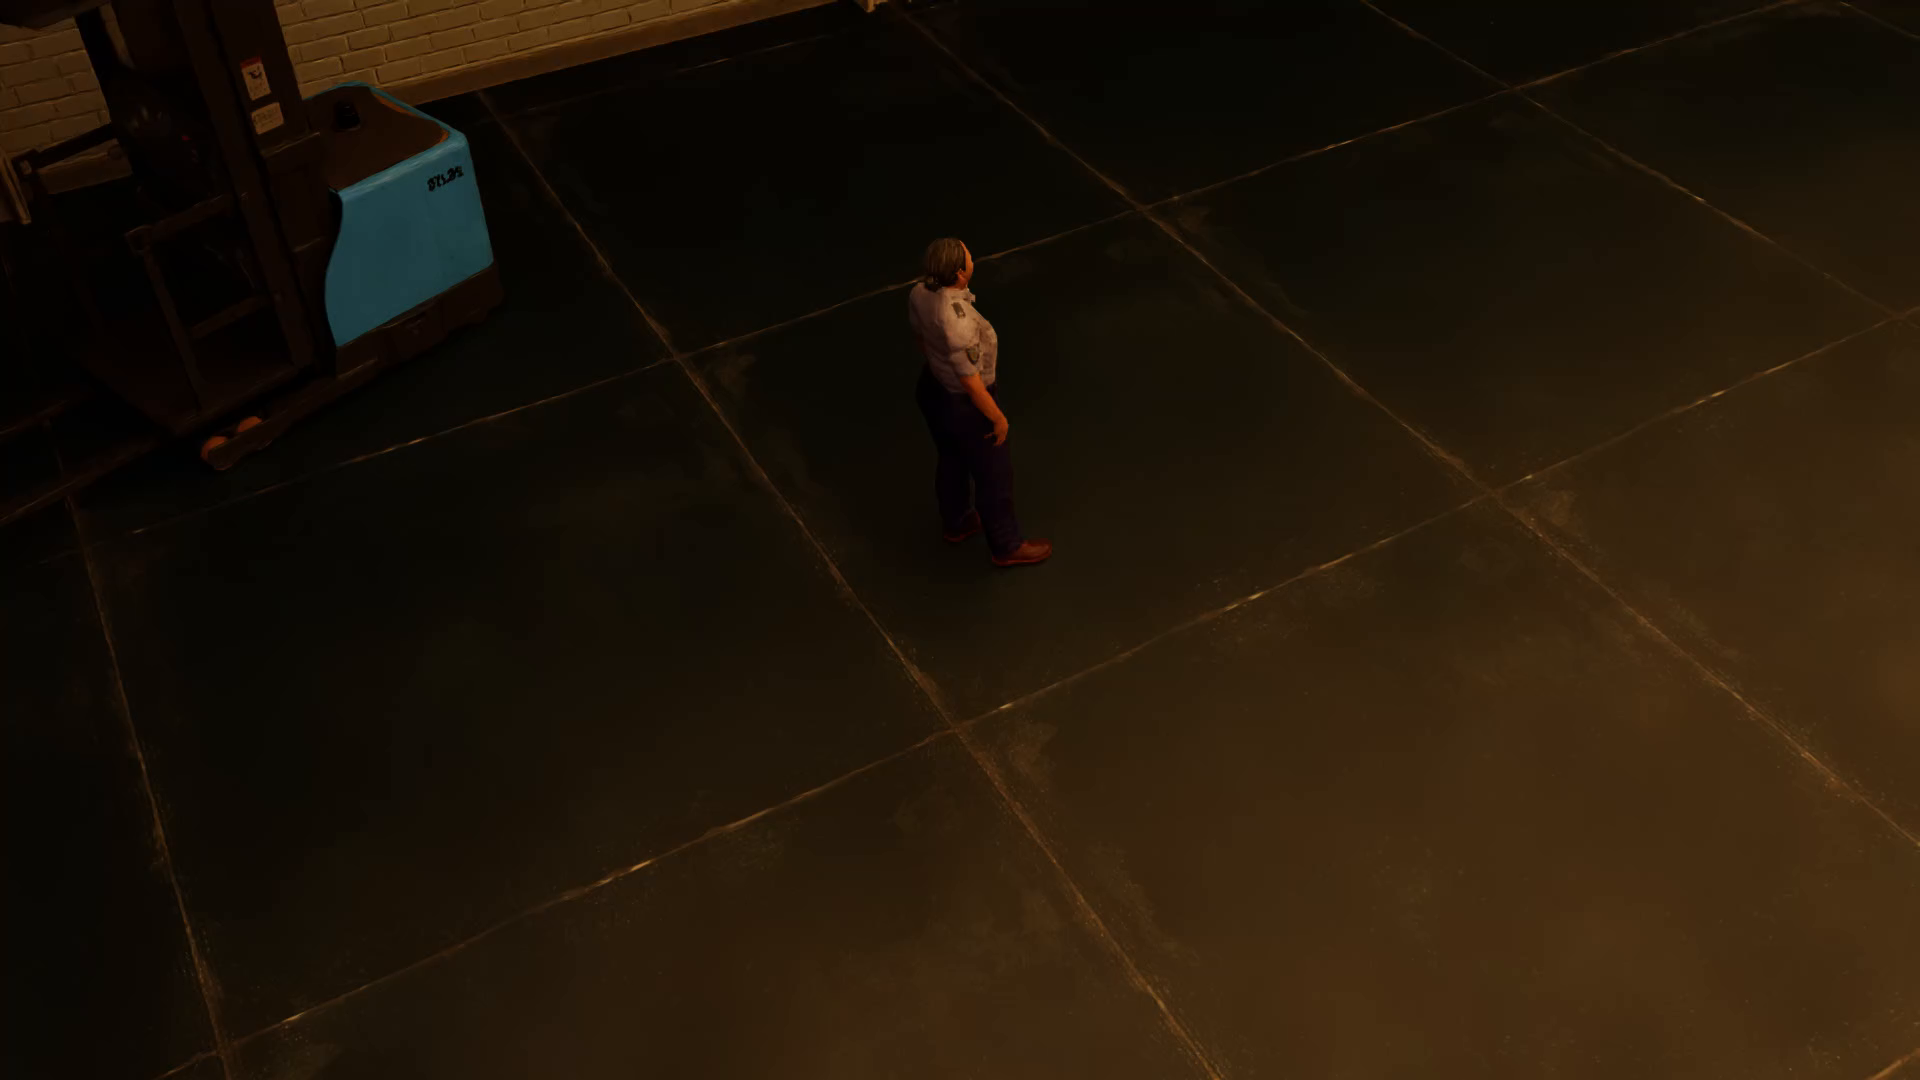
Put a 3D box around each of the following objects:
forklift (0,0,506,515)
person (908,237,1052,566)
[{"bbox_3d":[-3.869,-1.823,7.663,1.130,2.935,3.031,32,52,30],"label":"forklift"},{"bbox_3d":[0.089,-0.623,7.309,0.502,1.642,0.599,-21,47,-21],"label":"person"}]
